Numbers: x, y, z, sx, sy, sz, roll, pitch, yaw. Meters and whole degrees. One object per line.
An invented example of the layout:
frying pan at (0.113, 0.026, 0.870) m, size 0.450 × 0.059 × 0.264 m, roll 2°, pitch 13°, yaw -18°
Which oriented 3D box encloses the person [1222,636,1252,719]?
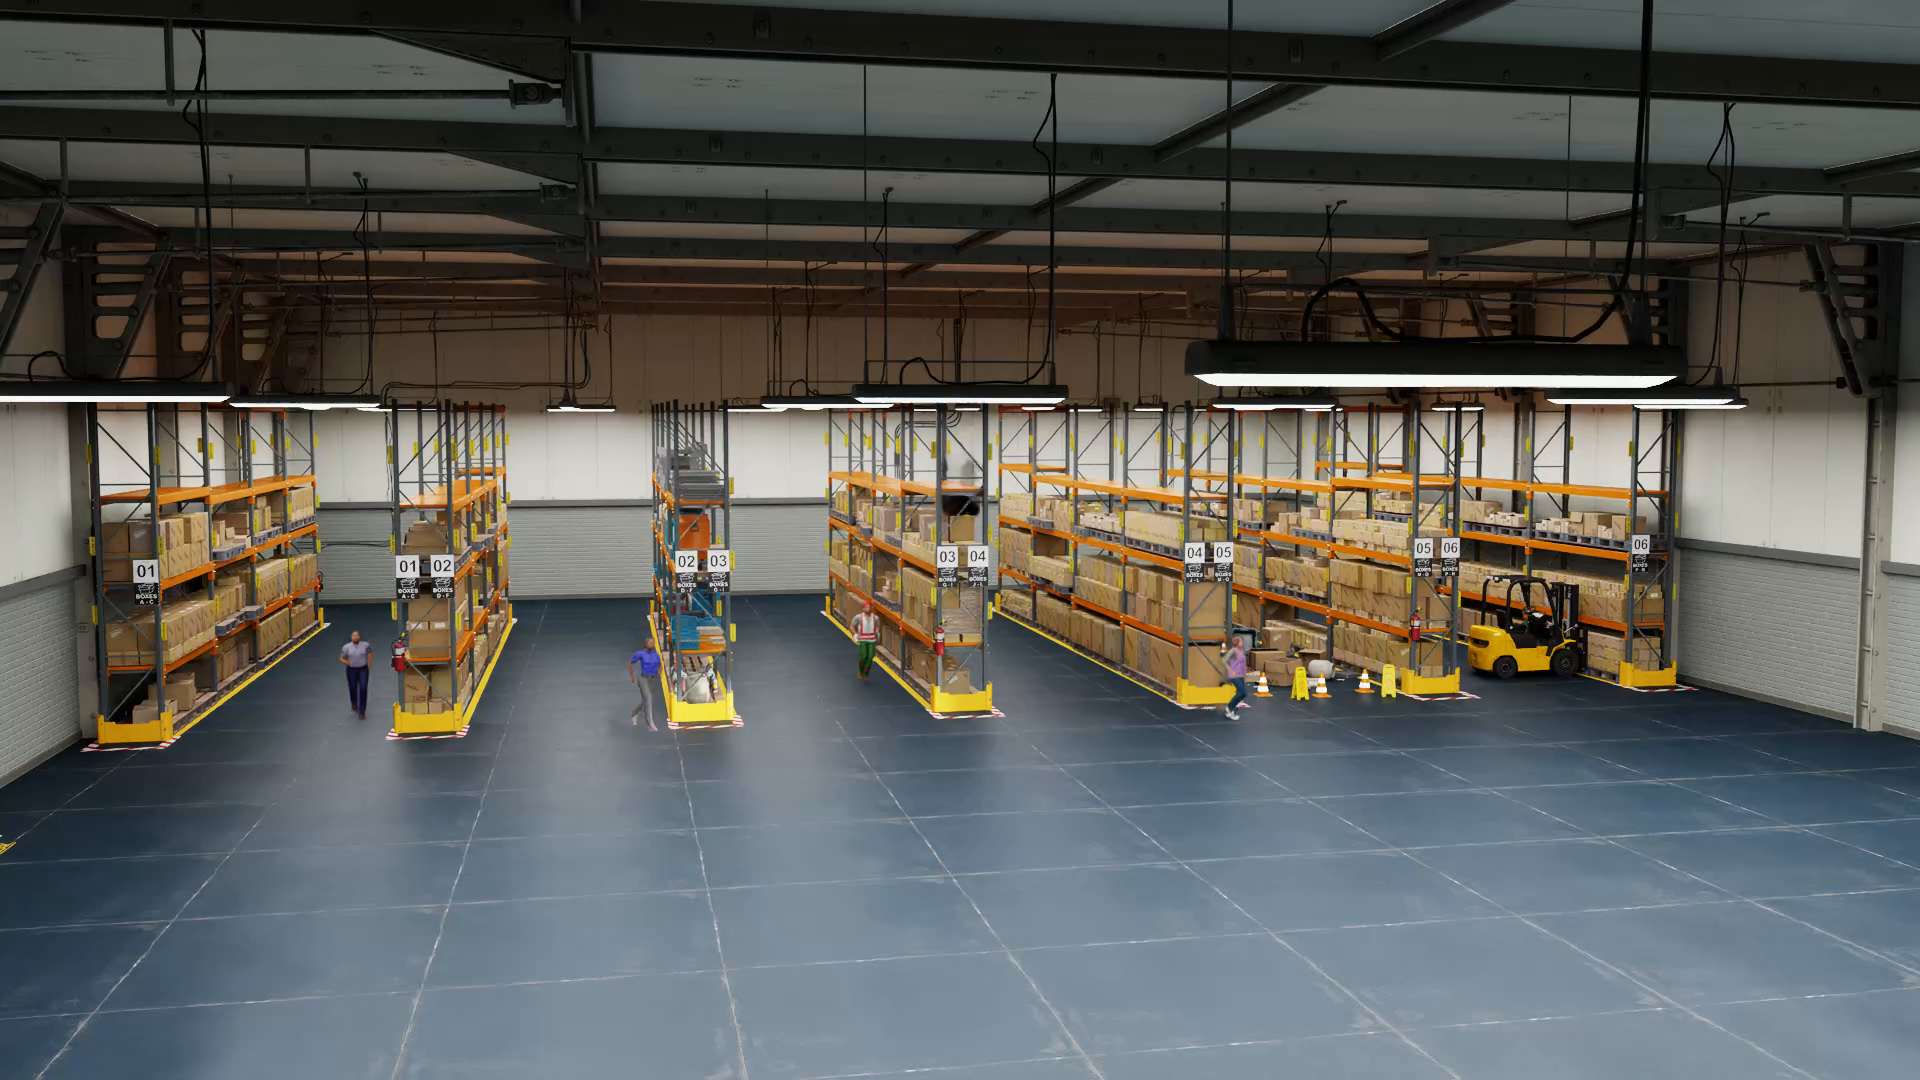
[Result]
person at (5.214, 2.584, 31.189) m, size 0.518 × 1.569 × 0.518 m, roll 3°, pitch 5°, yaw 36°

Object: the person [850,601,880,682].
person at (-1.976, 2.165, 35.410) m, size 0.633 × 1.740 × 0.619 m, roll -1°, pitch 5°, yaw -19°

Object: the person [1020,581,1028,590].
person at (2.072, 1.138, 49.742) m, size 0.677 × 1.675 × 0.572 m, roll 1°, pitch 5°, yaw 17°

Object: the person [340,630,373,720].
person at (-11.428, 2.528, 31.520) m, size 0.606 × 1.662 × 0.923 m, roll -2°, pitch 5°, yaw -20°

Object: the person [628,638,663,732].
person at (-5.683, 2.611, 30.358) m, size 0.868 × 1.649 × 0.605 m, roll 4°, pitch 6°, yaw 45°
